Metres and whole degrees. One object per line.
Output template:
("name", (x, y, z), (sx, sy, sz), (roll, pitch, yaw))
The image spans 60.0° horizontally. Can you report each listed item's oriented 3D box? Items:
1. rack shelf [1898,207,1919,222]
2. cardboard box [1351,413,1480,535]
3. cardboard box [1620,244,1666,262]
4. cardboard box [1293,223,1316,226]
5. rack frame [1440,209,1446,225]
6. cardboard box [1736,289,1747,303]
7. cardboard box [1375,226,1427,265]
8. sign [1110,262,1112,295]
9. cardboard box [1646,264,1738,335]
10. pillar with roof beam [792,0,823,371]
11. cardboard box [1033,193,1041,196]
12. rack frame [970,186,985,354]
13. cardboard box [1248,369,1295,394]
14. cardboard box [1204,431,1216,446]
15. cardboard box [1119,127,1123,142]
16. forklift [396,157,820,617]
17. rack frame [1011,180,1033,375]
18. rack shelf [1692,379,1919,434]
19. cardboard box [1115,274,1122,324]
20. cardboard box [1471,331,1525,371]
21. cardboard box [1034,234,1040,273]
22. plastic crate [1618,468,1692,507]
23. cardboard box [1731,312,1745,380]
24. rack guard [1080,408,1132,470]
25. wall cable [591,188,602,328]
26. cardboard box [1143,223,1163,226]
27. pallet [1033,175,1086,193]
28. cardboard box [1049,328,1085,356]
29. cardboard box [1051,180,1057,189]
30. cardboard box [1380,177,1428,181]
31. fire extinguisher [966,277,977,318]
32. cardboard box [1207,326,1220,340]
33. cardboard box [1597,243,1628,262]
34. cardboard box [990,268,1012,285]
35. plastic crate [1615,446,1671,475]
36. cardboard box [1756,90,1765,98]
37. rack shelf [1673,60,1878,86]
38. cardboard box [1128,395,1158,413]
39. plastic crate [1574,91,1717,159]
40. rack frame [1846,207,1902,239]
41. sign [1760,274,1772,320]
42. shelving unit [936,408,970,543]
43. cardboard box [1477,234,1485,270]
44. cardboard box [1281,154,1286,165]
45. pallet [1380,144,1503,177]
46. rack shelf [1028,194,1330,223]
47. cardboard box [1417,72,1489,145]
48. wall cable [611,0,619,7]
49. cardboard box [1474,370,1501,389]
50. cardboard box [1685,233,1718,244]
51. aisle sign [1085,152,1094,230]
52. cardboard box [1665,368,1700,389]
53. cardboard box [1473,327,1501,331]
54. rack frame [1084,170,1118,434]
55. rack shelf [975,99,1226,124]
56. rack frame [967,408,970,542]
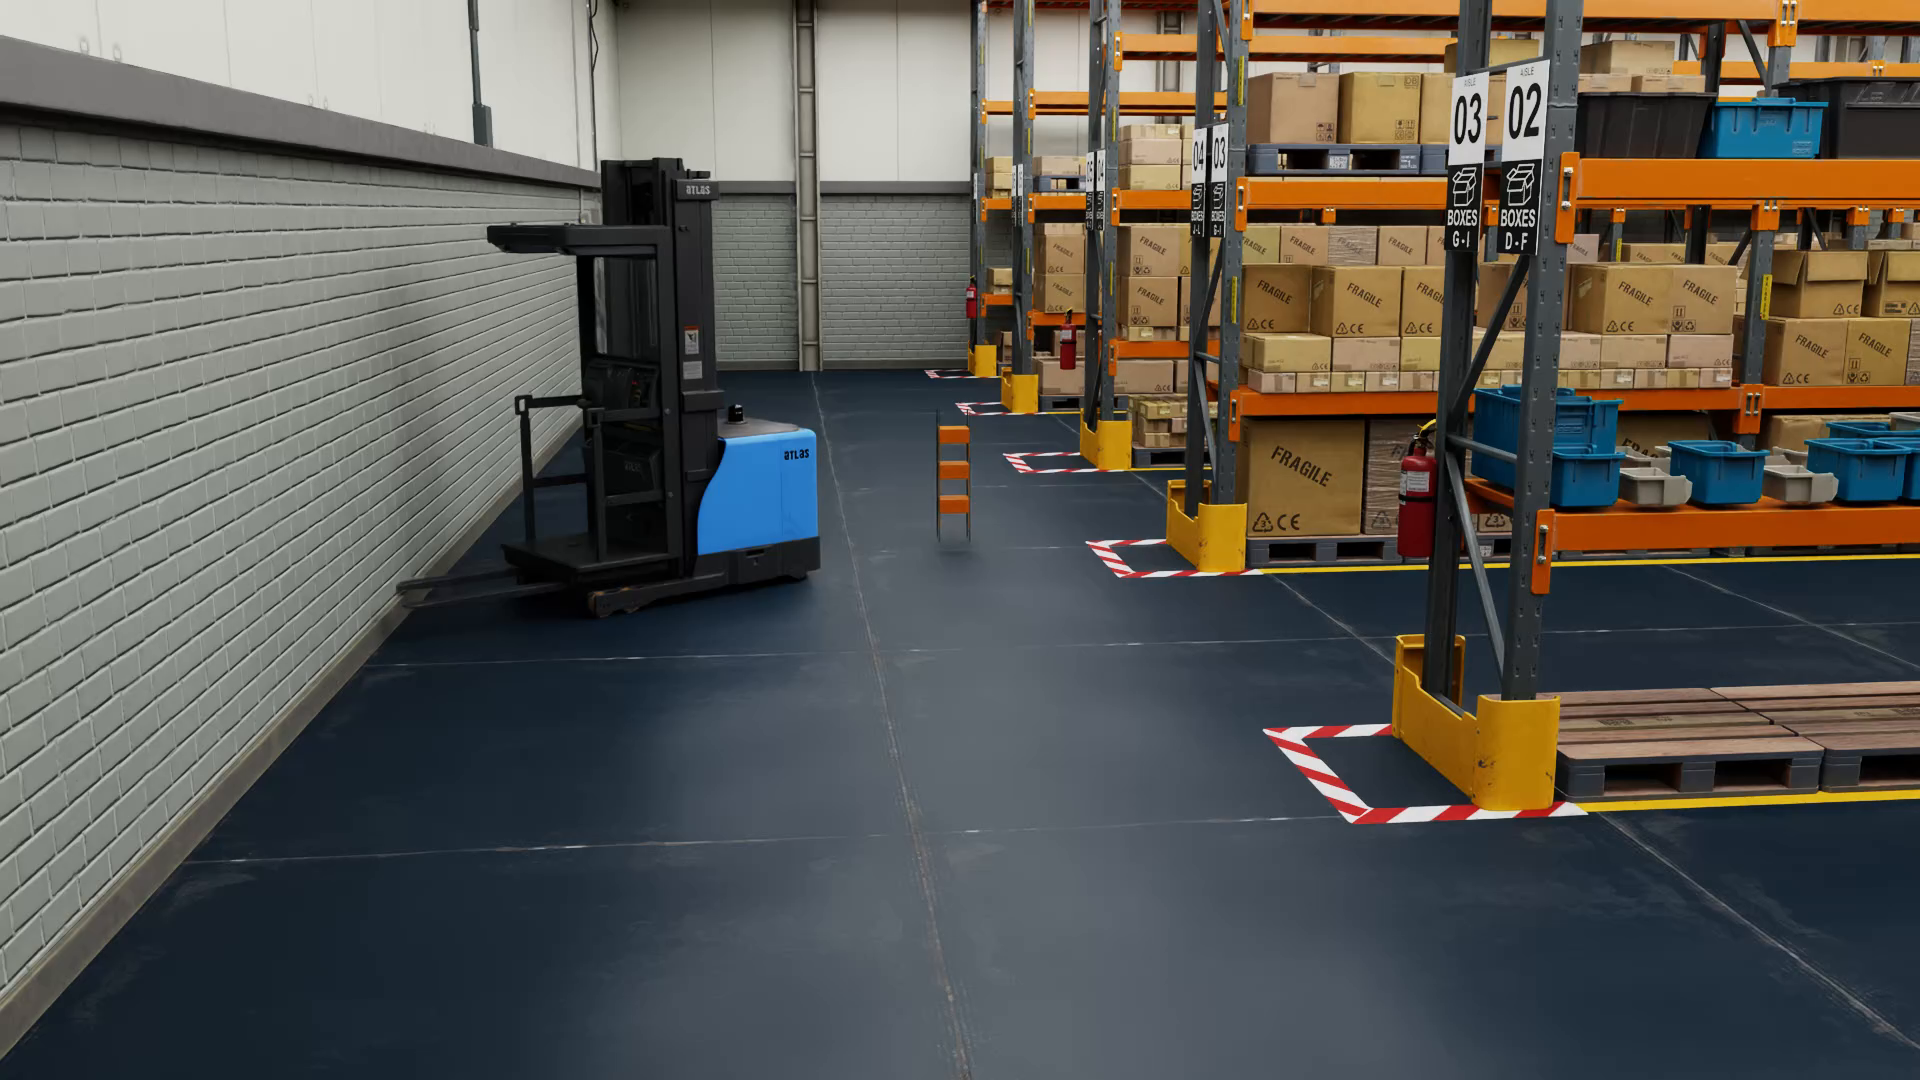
("rack shelf", (14.739, -4.658, 23.374), (4.000, 0.370, 1.077), (-1, 11, -6))
("cardboard box", (3.423, -0.558, 12.850), (0.875, 0.875, 0.875), (-1, 11, -6))
("cardboard box", (9.247, -3.780, 22.701), (0.500, 0.500, 0.500), (-2, 11, -8))
("cardboard box", (4.526, -4.121, 22.022), (0.250, 0.149, 0.380), (-1, 11, -7))
("rack frame", (8.234, -4.366, 27.800), (0.127, 3.000, 1.000), (-1, 11, -6))
("cardboard box", (8.192, -2.581, 17.512), (0.250, 0.149, 0.380), (-1, 11, -6))
("cardboard box", (4.481, -2.996, 17.208), (0.500, 0.500, 0.500), (-2, 11, -8))
("sign", (1.515, -2.621, 16.680), (0.005, 0.325, 0.100), (-1, 11, -6))
("cardboard box", (5.440, -1.810, 12.471), (0.500, 0.500, 0.500), (-1, 11, -4))
("pillar with roof beam", (-2.032, -6.434, 22.767), (0.400, 9.000, 9.100), (-1, 11, -6))
("cardboard box", (1.138, -5.522, 26.558), (0.250, 0.149, 0.380), (-1, 11, -6))
("rack frame", (0.281, -4.199, 26.952), (0.127, 3.000, 1.000), (-1, 11, -6))
("cardboard box", (2.280, -1.168, 12.183), (0.250, 0.149, 0.380), (-1, 11, -5))
("cardboard box", (2.509, -1.085, 17.411), (0.250, 0.149, 0.380), (-1, 11, -5))
("cardboard box", (1.755, -4.203, 17.253), (0.250, 0.149, 0.380), (-1, 11, -7))
("forklift", (-2.447, -1.049, 11.104), (3.031, 2.935, 1.130), (-10, 15, -40))
("rack frame", (0.821, -3.247, 22.110), (0.127, 3.000, 1.000), (-1, 11, -6))
("rack shelf", (7.856, -1.119, 13.148), (4.000, 0.370, 1.077), (-1, 11, -6))
("cardboard box", (1.875, -2.554, 17.553), (0.500, 0.500, 0.500), (-1, 11, -5))
("cardboard box", (3.932, -1.411, 12.388), (0.500, 0.250, 0.500), (-1, 11, -7))
("cardboard box", (1.275, -3.843, 22.288), (0.500, 0.500, 0.500), (-1, 11, -4))
("plastic crate", (3.035, -0.230, 7.290), (0.298, 0.136, 0.250), (-1, 11, -6))
("cardboard box", (6.303, -1.541, 13.173), (0.500, 0.500, 0.500), (-1, 11, -6))
("rack guard", (1.532, -1.075, 17.542), (0.348, 0.500, 1.175), (-1, 11, -6))
("wall cable", (-4.947, -3.896, 22.774), (0.122, 1.984, 0.588), (-1, 11, -6))
("cardboard box", (2.495, -4.084, 21.832), (0.250, 0.149, 0.380), (-1, 11, -6))
("pallet", (1.557, -4.693, 21.918), (1.213, 0.211, 1.003), (-1, 11, -6))
("cardboard box", (1.754, -3.184, 27.177), (0.500, 0.500, 0.700), (-1, 11, -4))
("cardboard box", (1.255, -5.715, 26.503), (0.500, 0.250, 0.500), (-1, 11, -5))
("cardboard box", (4.476, -3.712, 17.084), (0.500, 0.250, 0.500), (-1, 11, -6))
("fire extinguisher", (0.185, -3.887, 26.529), (0.183, 0.674, 0.296), (-1, 11, -6))
("cardboard box", (2.578, -2.161, 17.236), (0.250, 0.149, 0.380), (-1, 11, -3))
("cardboard box", (9.196, -3.878, 23.199), (0.500, 0.500, 0.500), (-2, 11, -8))
("cardboard box", (0.761, -4.229, 26.723), (0.500, 0.250, 0.500), (-1, 11, -6))
("plastic crate", (3.217, -0.349, 7.894), (0.243, 0.136, 0.396), (-1, 11, -6))
("cardboard box", (6.443, -3.171, 12.599), (0.500, 0.500, 0.700), (-1, 11, -5))
("rack shelf", (7.421, -4.820, 17.457), (4.000, 0.370, 1.077), (-1, 11, -6))
("cardboard box", (1.955, -1.459, 17.773), (0.250, 0.149, 0.380), (-1, 11, -5))
("plastic crate", (2.839, -1.759, 7.104), (0.590, 0.269, 0.497), (-1, 11, -6))
("rack frame", (12.751, -3.497, 23.382), (0.127, 3.000, 1.000), (-1, 11, -6))
("sign", (5.929, -1.787, 12.235), (0.005, 0.325, 0.100), (-1, 11, -6))
("shelving unit", (-0.053, -0.514, 13.261), (0.252, 1.050, 0.215), (-1, 11, -6))
("cardboard box", (6.781, -3.862, 22.387), (0.500, 0.500, 0.500), (-1, 11, -7))
("cardboard box", (3.446, -3.933, 16.916), (0.500, 0.250, 0.500), (-2, 11, -8))
("pallet", (3.843, -2.819, 12.384), (1.213, 0.211, 1.003), (-1, 11, -6))
("rack shelf", (2.809, -4.408, 22.102), (4.000, 0.370, 1.077), (-1, 11, -6))
("cardboard box", (3.484, -3.153, 12.246), (0.500, 0.500, 0.700), (-2, 11, -10))
("wall cable", (-5.468, -10.000, 26.487), (0.133, 3.039, 2.988), (-1, 11, -6))
("cardboard box", (3.809, -1.200, 12.348), (0.250, 0.149, 0.380), (-1, 11, -8))
("cardboard box", (10.370, -4.222, 23.265), (0.250, 0.149, 0.380), (-2, 11, -9))
("aisle sign", (1.351, -3.632, 17.327), (0.004, 0.787, 0.394), (-1, 11, -6))
("cardboard box", (5.344, -1.232, 12.512), (0.250, 0.149, 0.380), (-1, 11, -5))
("cardboard box", (3.872, -1.513, 12.906), (0.500, 0.250, 0.500), (-1, 11, -6))
("rack frame", (1.456, -2.300, 17.292), (0.127, 3.000, 1.000), (-1, 11, -6))
("rack shelf", (2.270, -6.830, 26.655), (4.000, 0.370, 1.077), (-1, 11, -6))
("rack frame", (0.068, -0.517, 13.274), (0.008, 1.050, 0.200), (-1, 11, -6))
